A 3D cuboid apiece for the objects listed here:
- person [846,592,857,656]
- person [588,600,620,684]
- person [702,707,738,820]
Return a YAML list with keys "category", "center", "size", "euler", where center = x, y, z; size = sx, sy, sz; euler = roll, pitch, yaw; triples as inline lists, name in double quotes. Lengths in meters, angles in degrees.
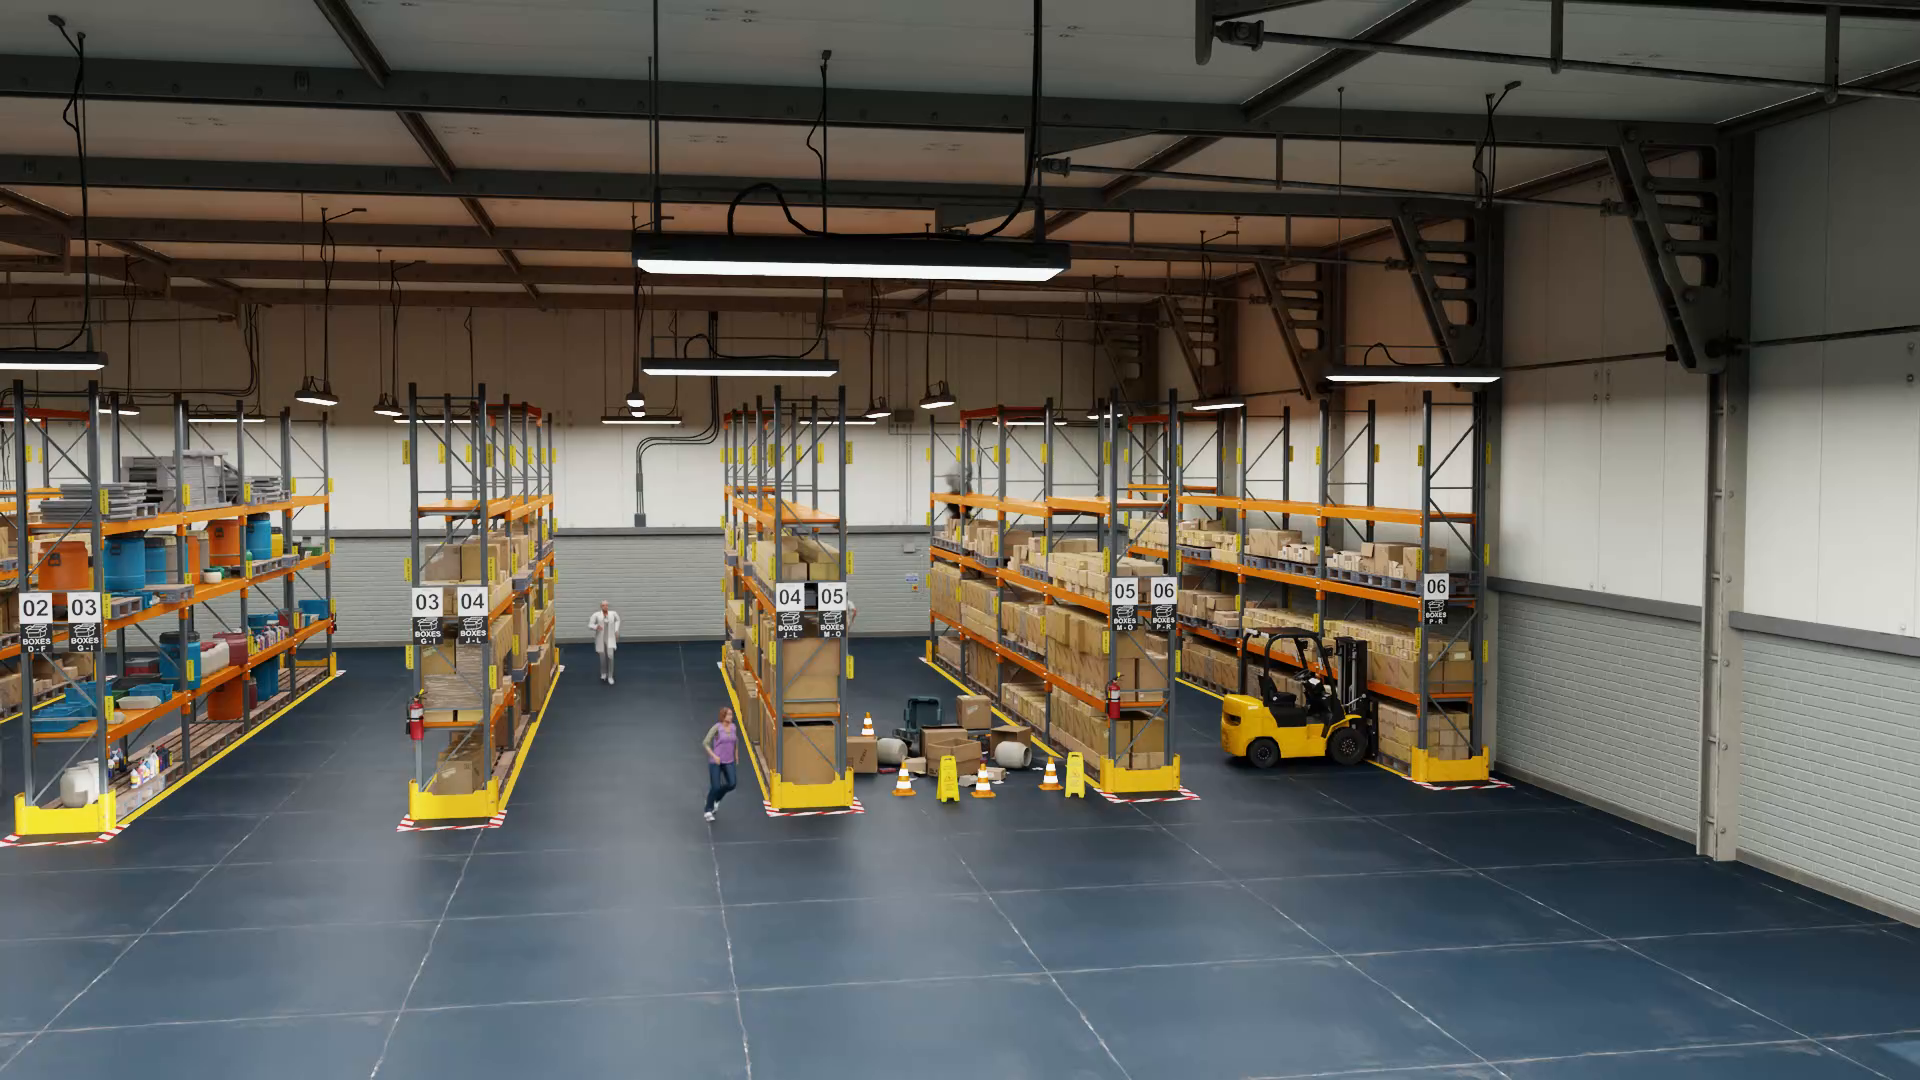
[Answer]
- category: "person"
  center: [-2.663, 1.957, 37.734]
  size: [0.565, 1.702, 0.905]
  euler: [-1, 3, -21]
- category: "person"
  center: [-7.865, 2.248, 36.772]
  size: [0.688, 1.835, 0.881]
  euler: [-1, 3, -13]
- category: "person"
  center: [-3.249, 3.072, 22.914]
  size: [0.603, 1.543, 0.465]
  euler: [-2, 4, -36]
